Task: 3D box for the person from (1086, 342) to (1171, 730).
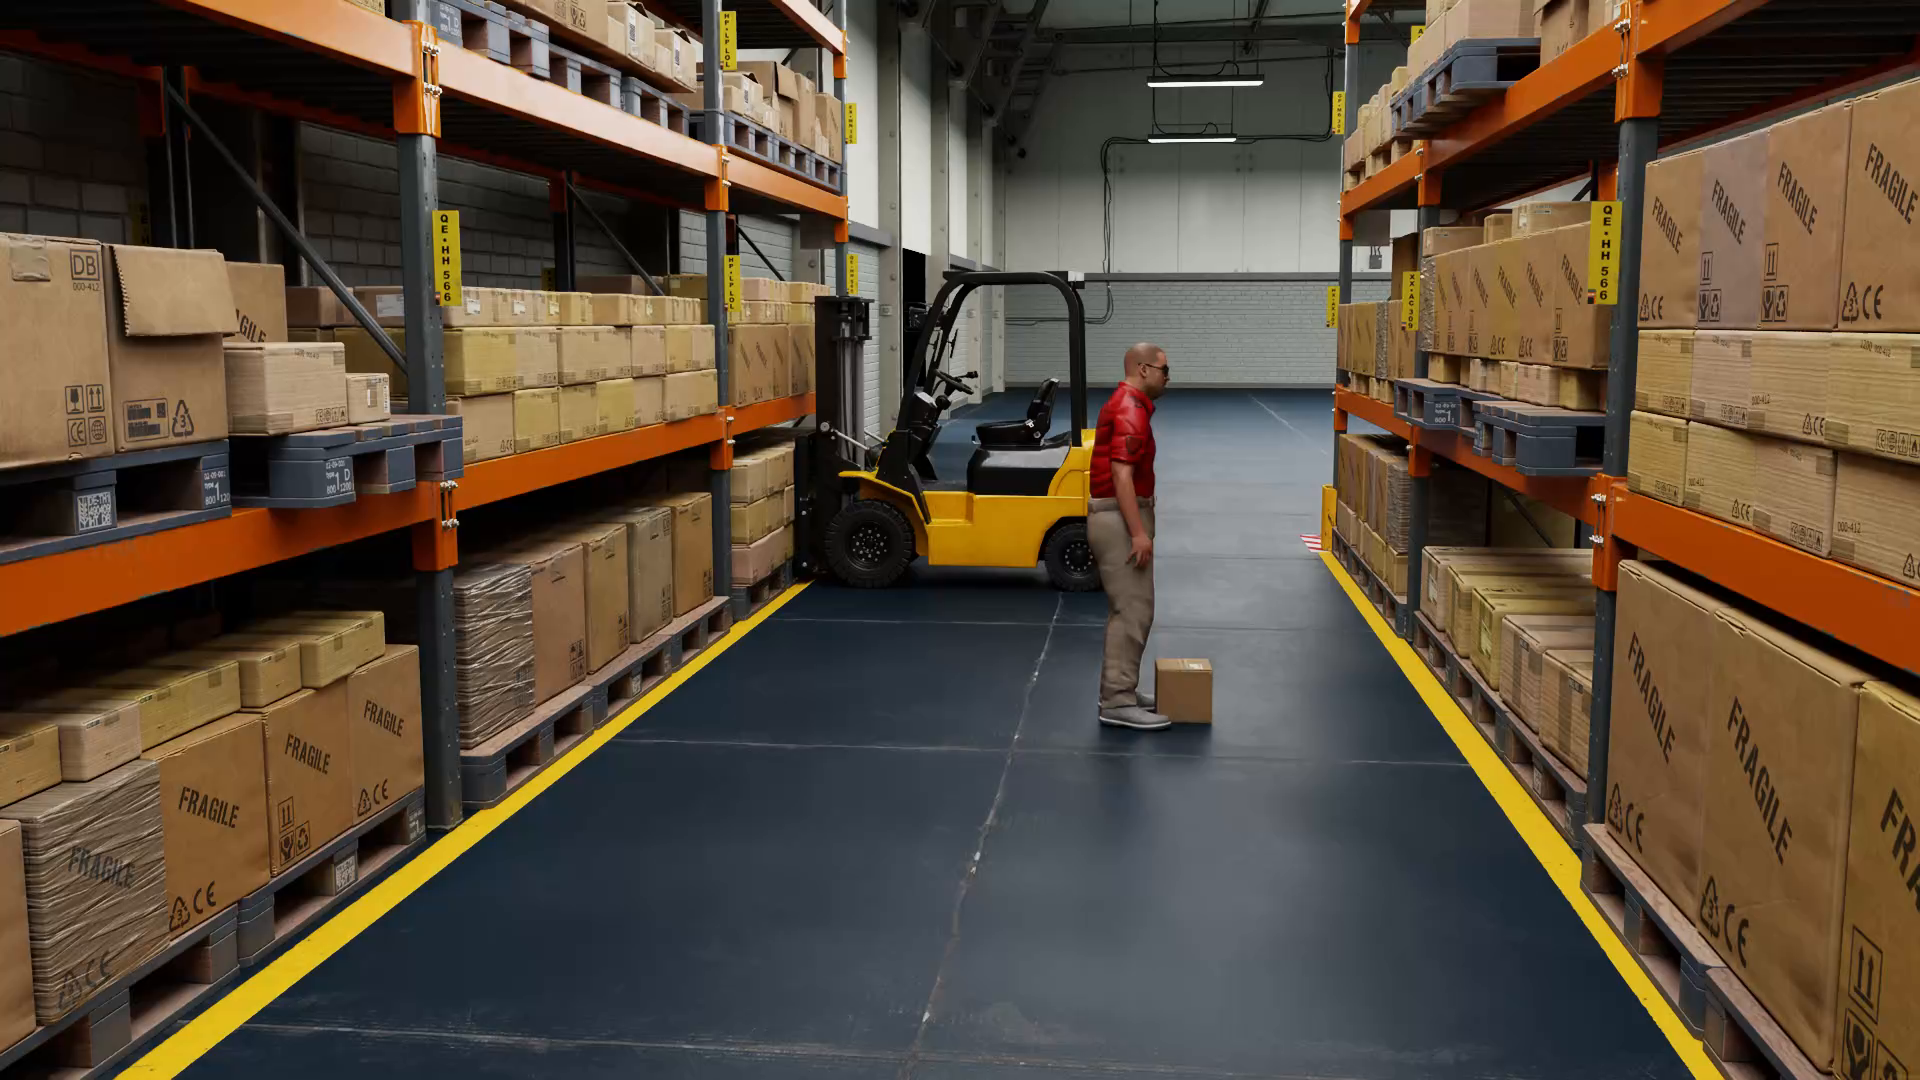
[{"bbox_3d":[0.778,-0.038,7.635,0.393,1.726,0.605,0,8,3],"label":"person"}]
